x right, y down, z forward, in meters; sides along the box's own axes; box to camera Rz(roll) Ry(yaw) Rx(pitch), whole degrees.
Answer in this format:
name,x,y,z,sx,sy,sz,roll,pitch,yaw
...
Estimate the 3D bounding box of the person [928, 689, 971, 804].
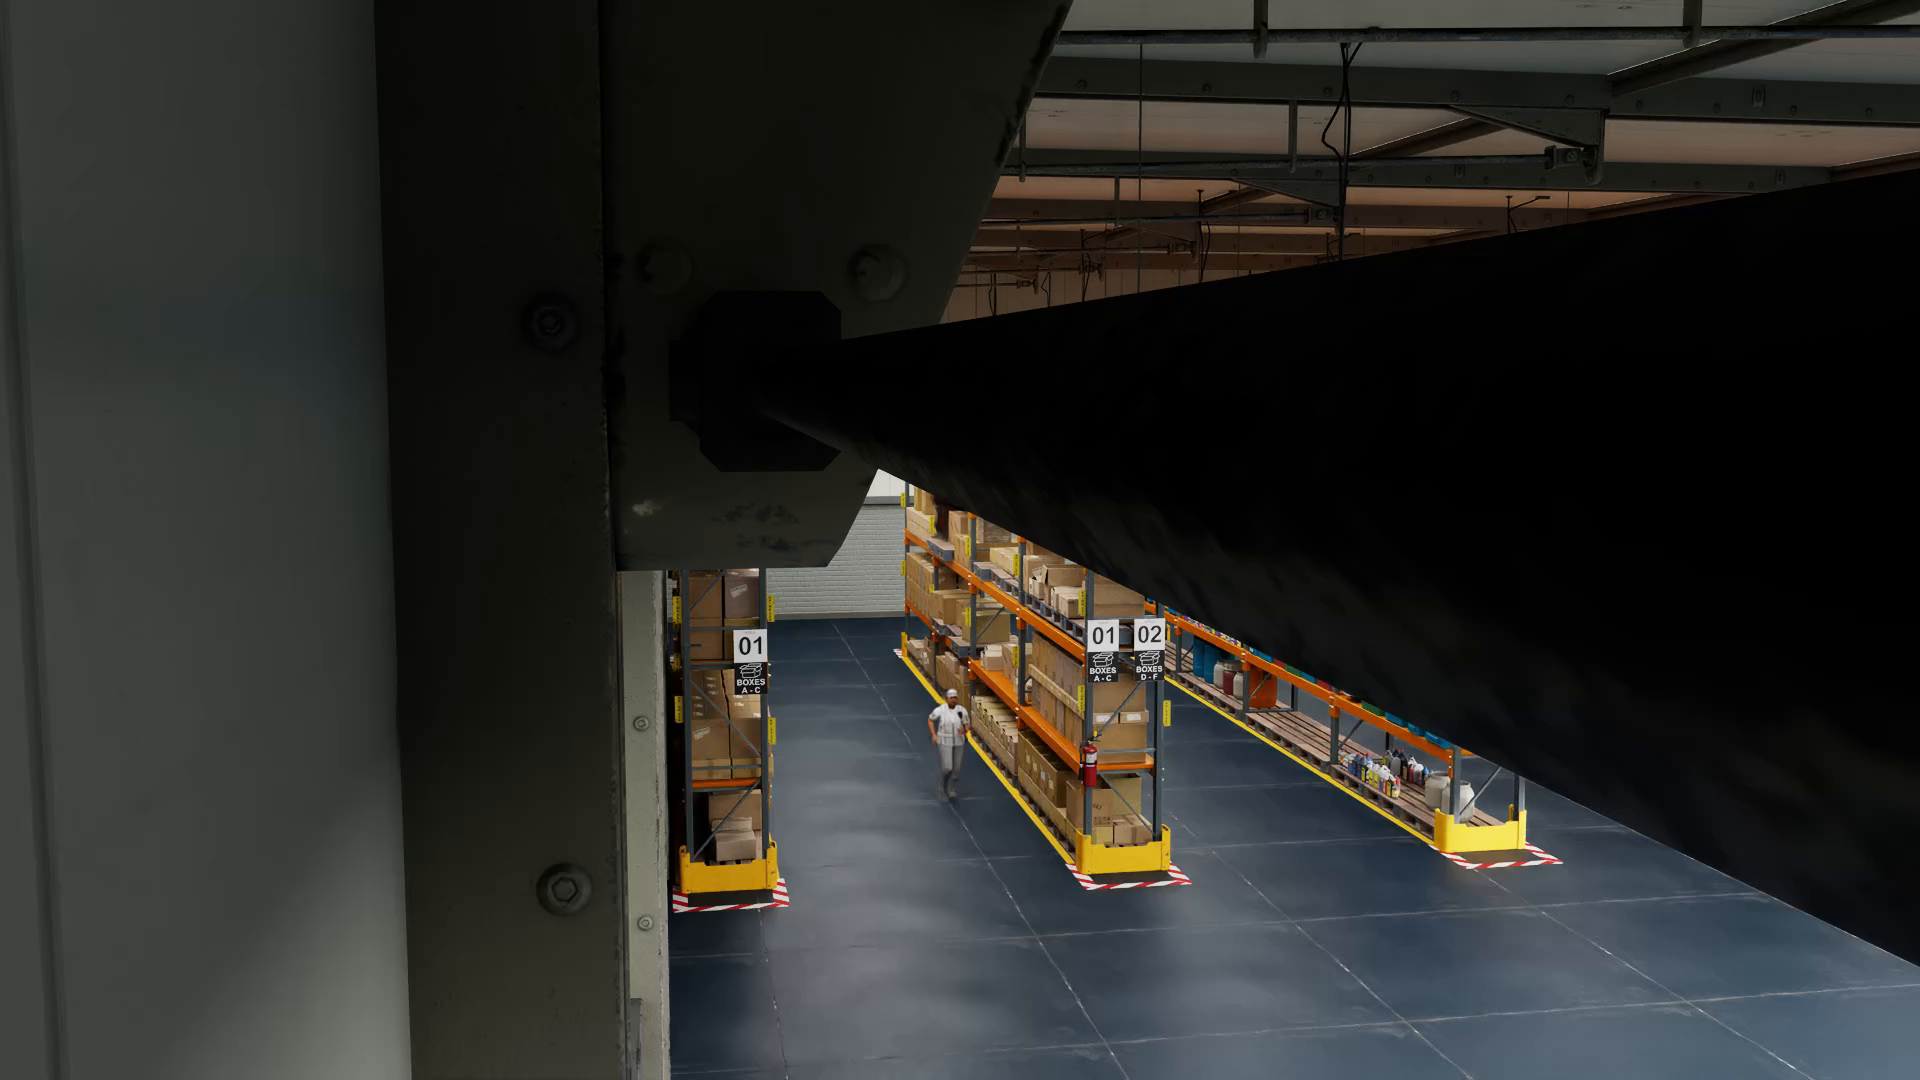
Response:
name,x,y,z,sx,sy,sz,roll,pitch,yaw
person,-0.129,3.003,24.214,0.577,1.679,0.672,-2,6,-16
